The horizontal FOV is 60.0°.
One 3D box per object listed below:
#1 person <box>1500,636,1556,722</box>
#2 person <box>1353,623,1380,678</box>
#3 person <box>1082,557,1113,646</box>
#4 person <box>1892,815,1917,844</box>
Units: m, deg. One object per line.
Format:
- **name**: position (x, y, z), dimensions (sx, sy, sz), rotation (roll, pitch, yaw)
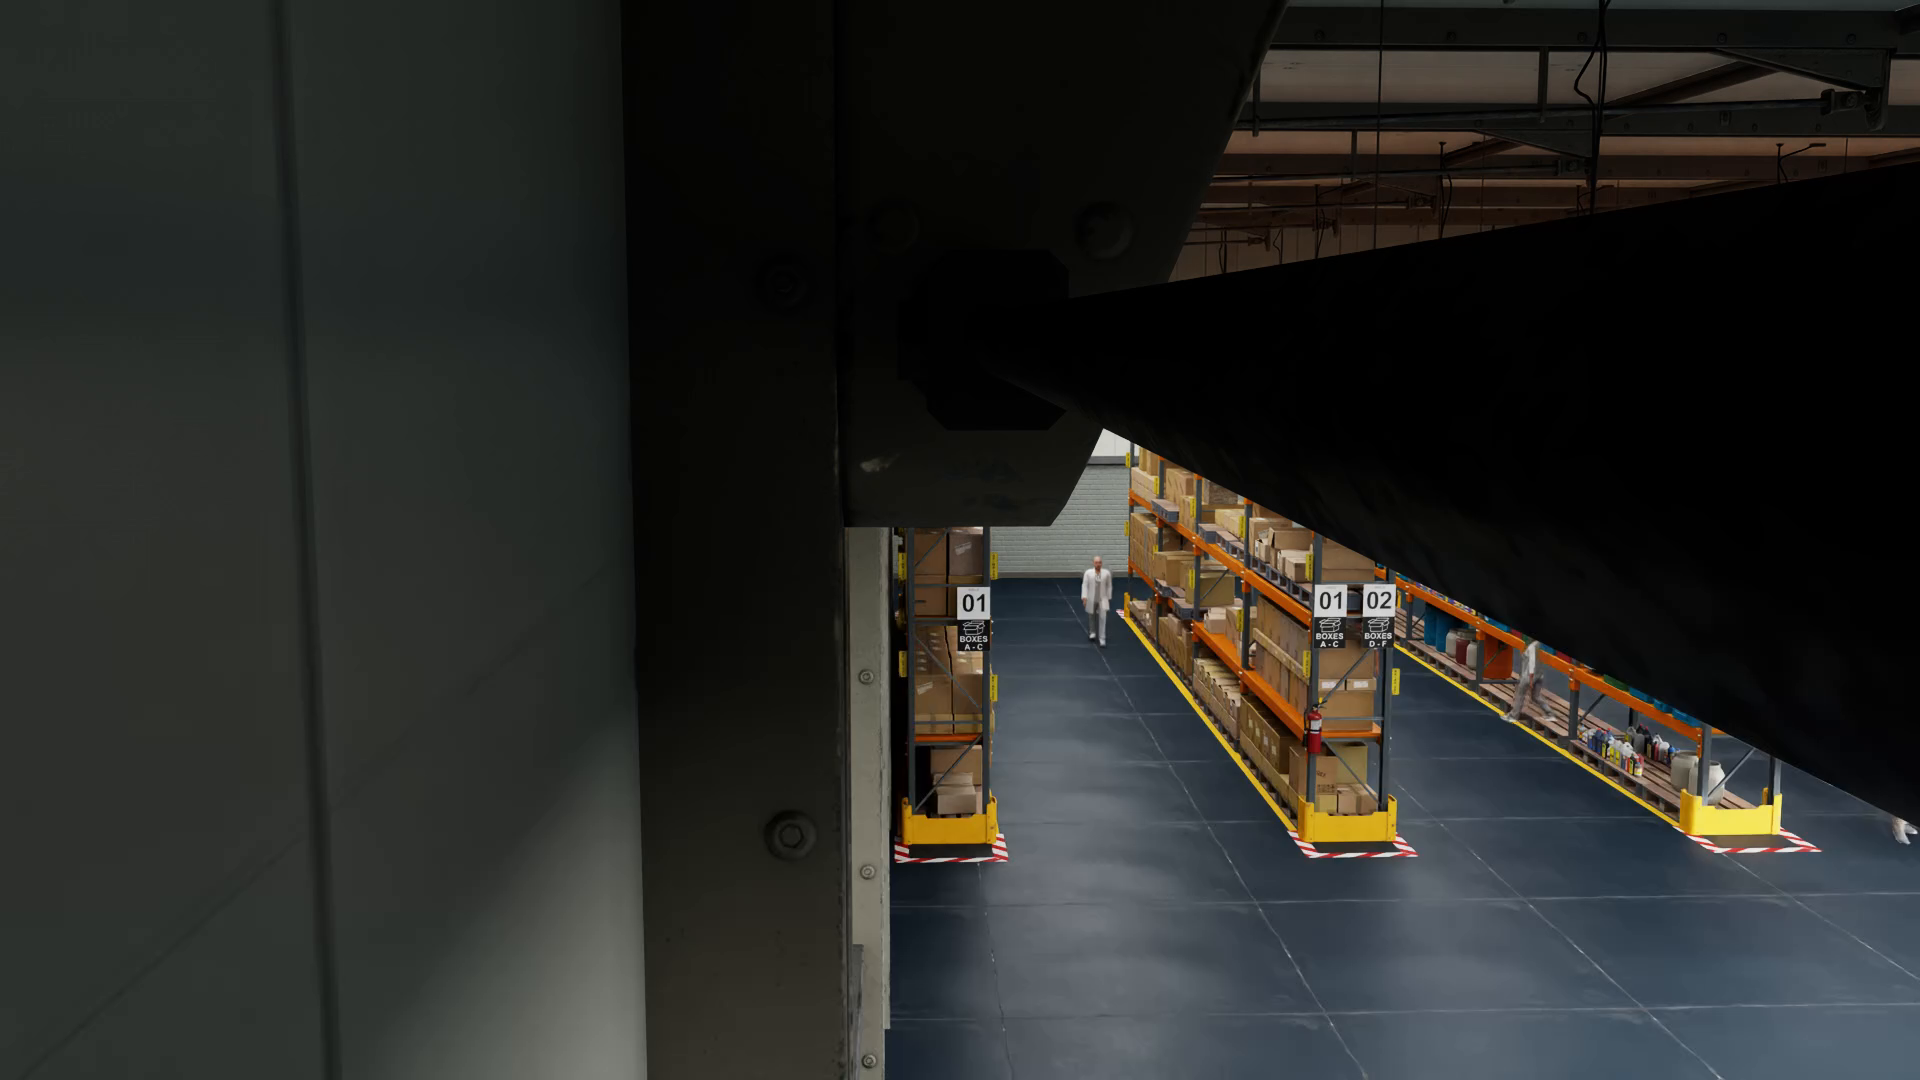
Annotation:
- **person**: position (9.016, 2.145, 26.211), dimensions (0.386, 1.537, 0.924), rotation (-4, 8, -28)
- **person**: position (6.386, 2.068, 26.588), dimensions (0.615, 1.790, 0.625), rotation (-1, 7, -4)
- **person**: position (2.746, 1.293, 33.297), dimensions (0.635, 1.512, 1.142), rotation (0, 7, 1)
- **person**: position (11.784, 2.853, 20.655), dimensions (0.602, 1.759, 0.639), rotation (1, 7, 9)
